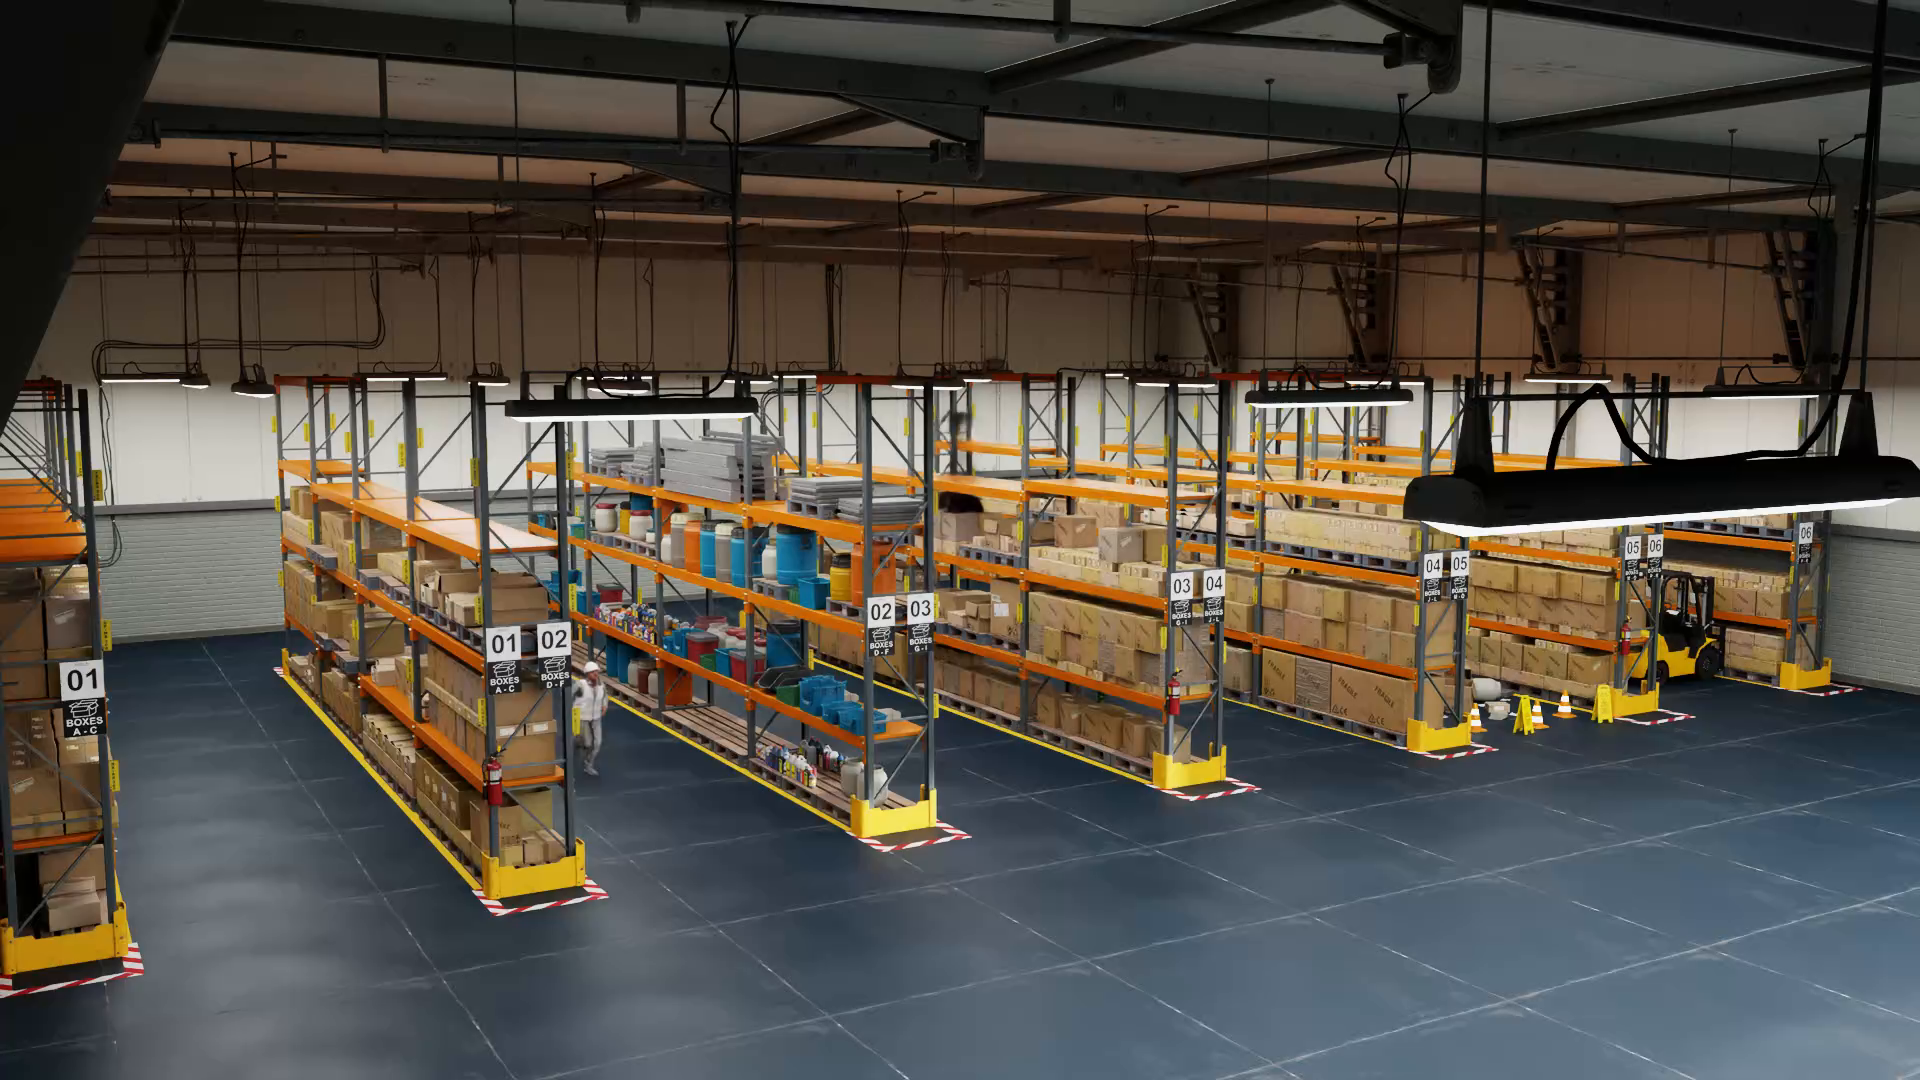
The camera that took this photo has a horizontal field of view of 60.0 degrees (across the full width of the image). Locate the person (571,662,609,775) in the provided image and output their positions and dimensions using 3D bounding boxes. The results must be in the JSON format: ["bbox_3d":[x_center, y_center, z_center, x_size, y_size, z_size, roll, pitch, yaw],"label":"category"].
[{"bbox_3d":[-5.704,2.712,25.460,0.690,1.734,0.695,-5,8,-39],"label":"person"}]

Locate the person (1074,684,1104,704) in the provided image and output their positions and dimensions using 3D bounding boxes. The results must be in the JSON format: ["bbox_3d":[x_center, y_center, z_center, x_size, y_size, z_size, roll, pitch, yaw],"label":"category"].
[{"bbox_3d":[2.456,2.172,30.444,0.668,1.731,0.988,-6,9,-45],"label":"person"}]

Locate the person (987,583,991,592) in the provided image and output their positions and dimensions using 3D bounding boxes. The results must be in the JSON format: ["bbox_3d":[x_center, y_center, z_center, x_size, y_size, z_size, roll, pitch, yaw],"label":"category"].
[{"bbox_3d":[0.913,0.666,43.710,0.659,1.776,0.687,5,8,38],"label":"person"}]
